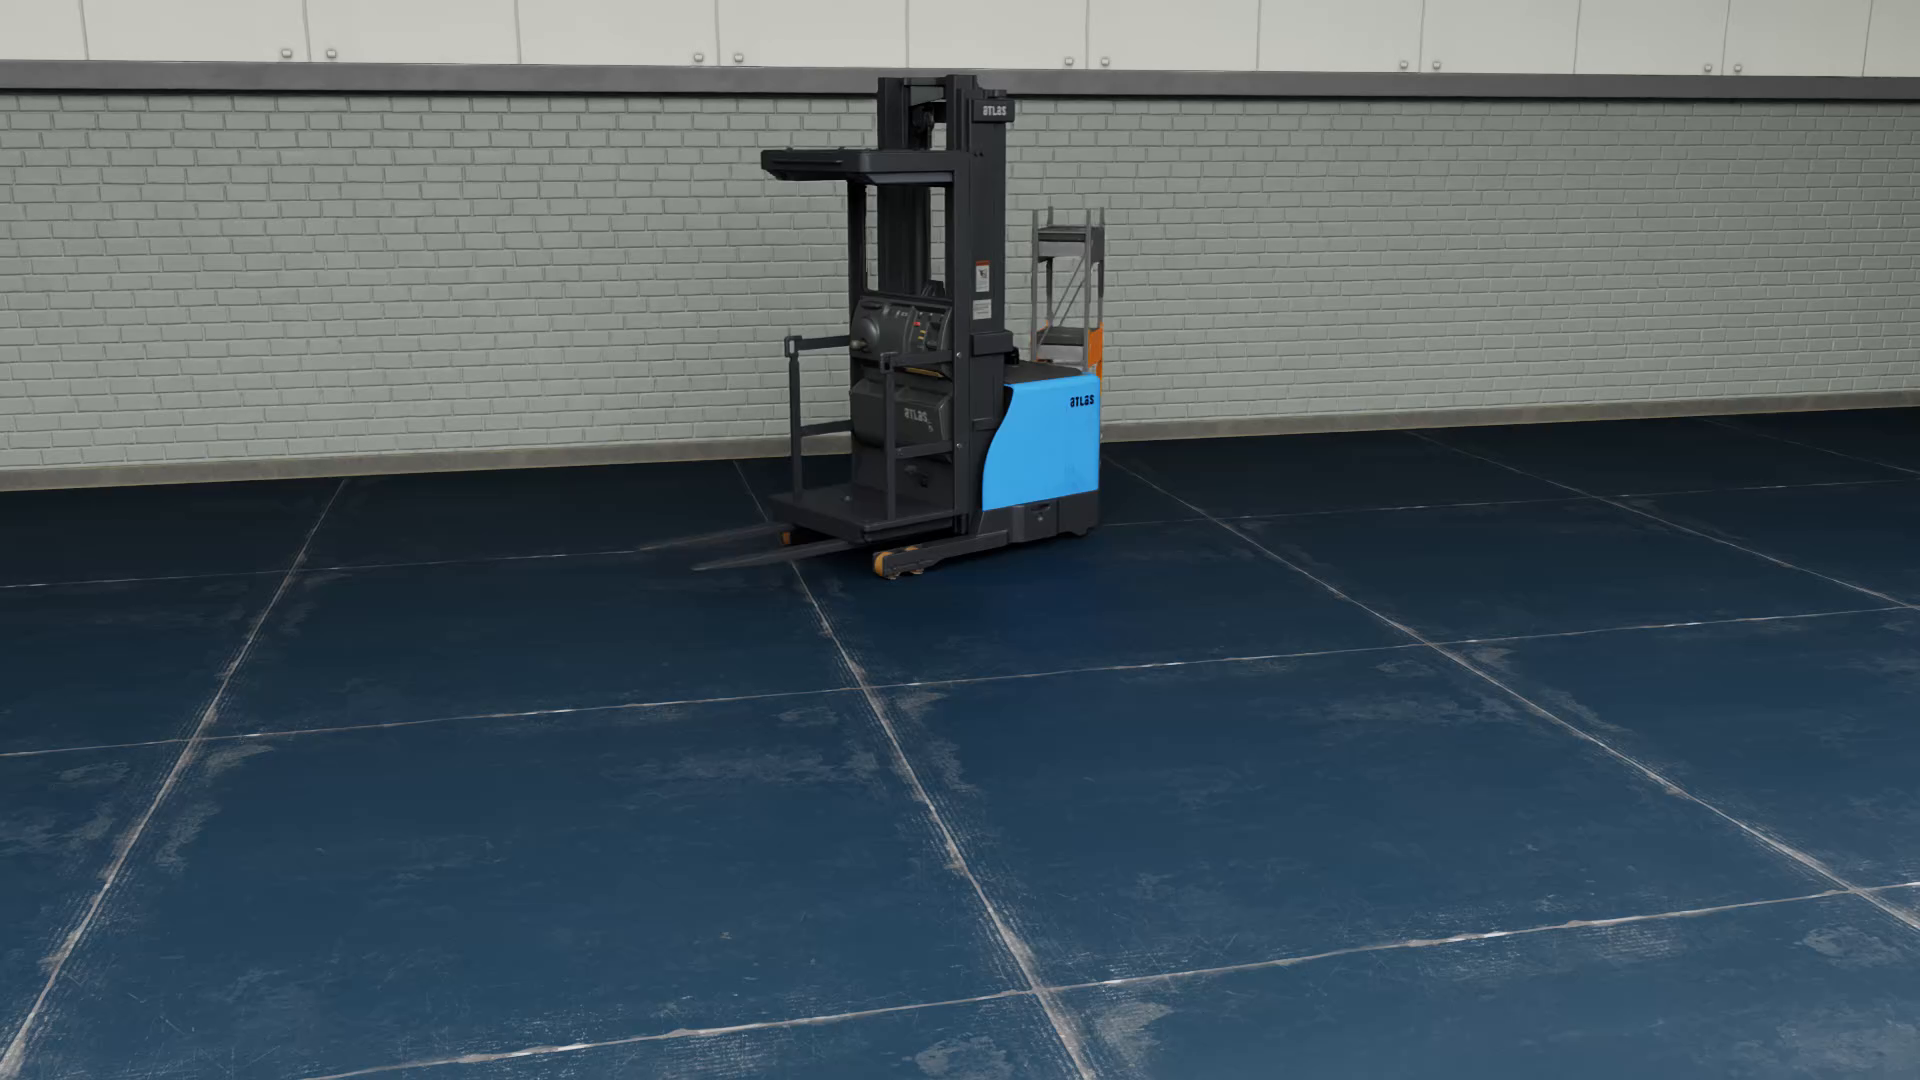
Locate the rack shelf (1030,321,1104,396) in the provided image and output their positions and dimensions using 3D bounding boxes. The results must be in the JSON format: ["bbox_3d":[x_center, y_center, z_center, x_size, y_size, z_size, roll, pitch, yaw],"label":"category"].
[{"bbox_3d":[0.749,-1.241,11.642,0.431,0.518,0.480,4,14,15],"label":"rack shelf"}]

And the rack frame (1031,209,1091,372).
[{"bbox_3d":[0.684,-1.199,11.410,0.400,2.100,0.015,4,14,15],"label":"rack frame"}]

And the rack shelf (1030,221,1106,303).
[{"bbox_3d":[0.749,-1.921,11.475,0.431,0.518,0.480,4,14,15],"label":"rack shelf"}]

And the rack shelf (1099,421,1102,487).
[{"bbox_3d":[0.749,-0.561,11.808,0.431,0.518,0.480,4,14,15],"label":"rack shelf"}]

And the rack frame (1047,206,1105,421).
[{"bbox_3d":[0.814,-1.310,11.867,0.400,2.100,0.015,4,14,15],"label":"rack frame"}]

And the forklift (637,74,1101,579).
[{"bbox_3d":[-0.527,-1.329,10.190,3.031,2.935,1.130,-11,18,-38],"label":"forklift"}]

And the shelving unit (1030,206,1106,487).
[{"bbox_3d":[0.749,-1.255,11.638,0.431,2.100,0.503,4,14,15],"label":"shelving unit"}]
